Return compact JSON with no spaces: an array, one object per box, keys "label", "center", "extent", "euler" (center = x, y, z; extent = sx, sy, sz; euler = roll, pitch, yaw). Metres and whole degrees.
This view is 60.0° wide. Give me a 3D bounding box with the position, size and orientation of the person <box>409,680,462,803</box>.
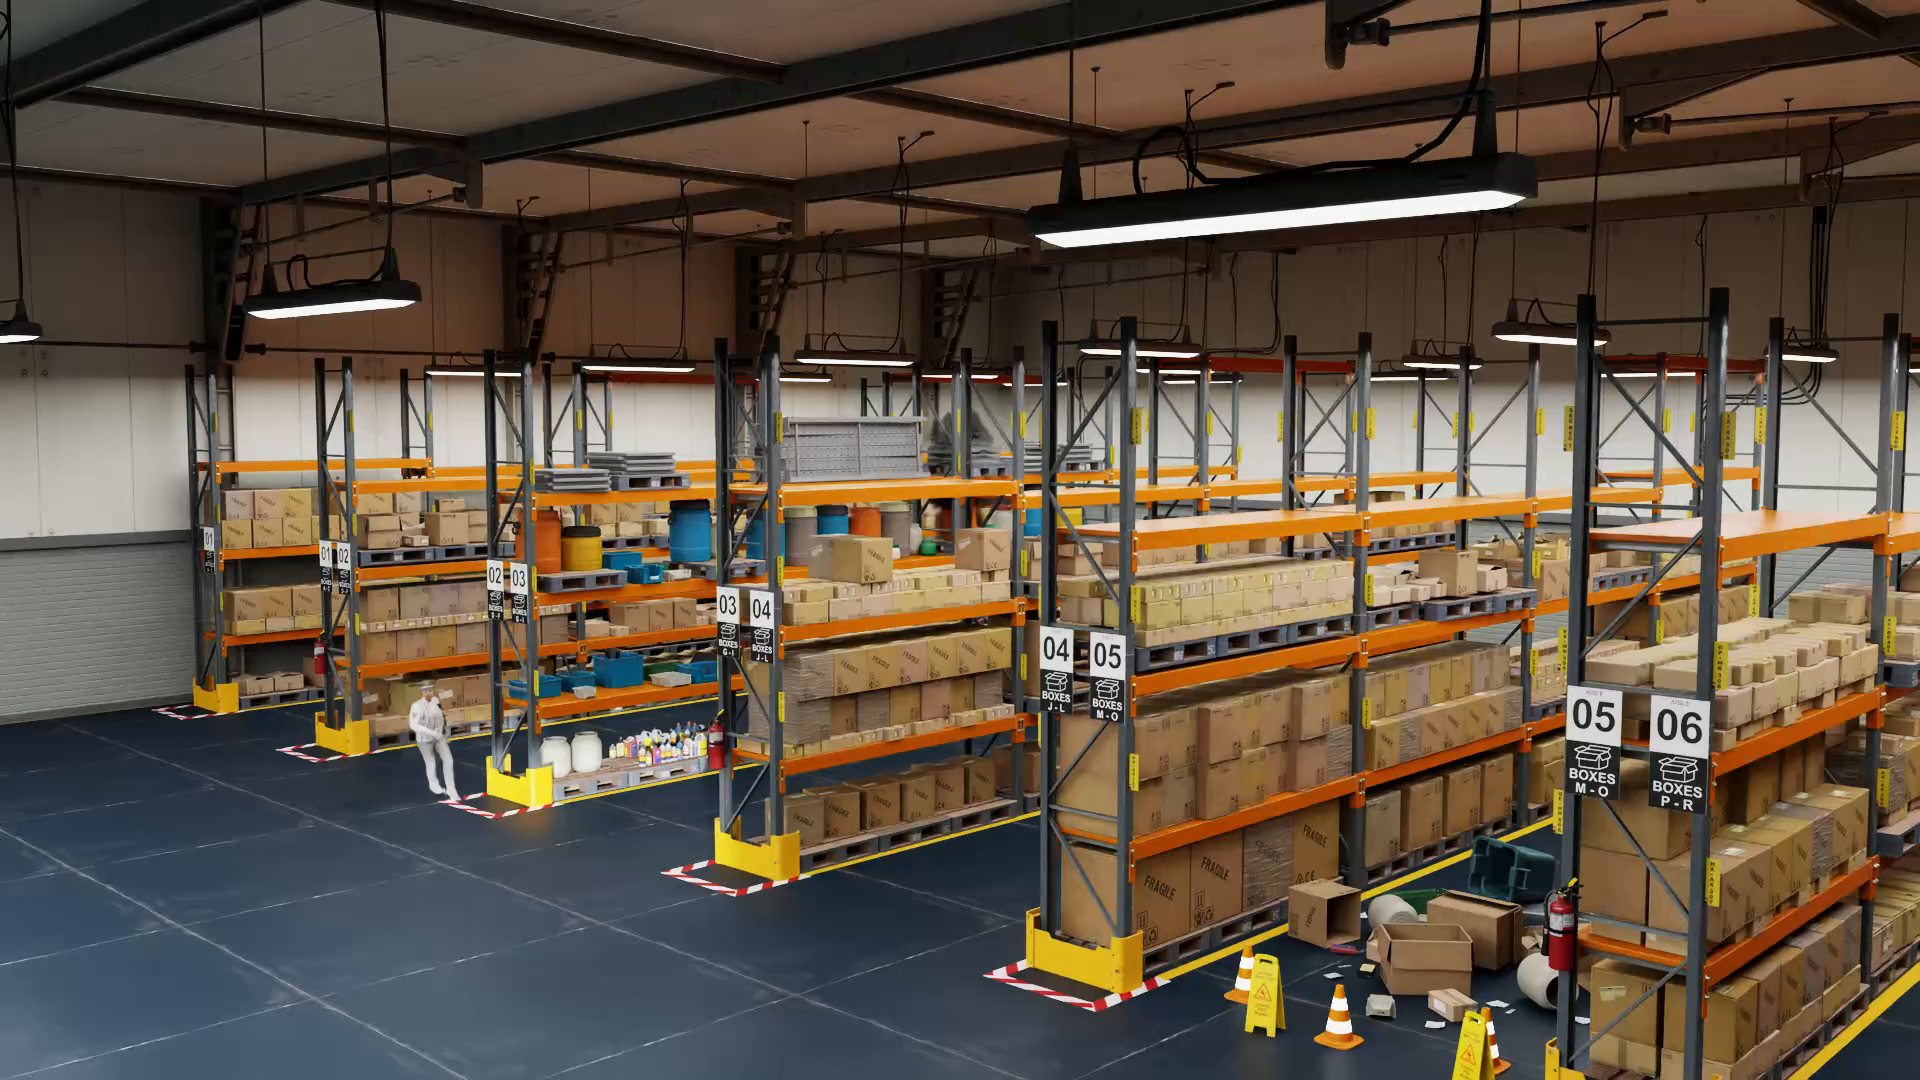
[{"label":"person","center":[-7.037,2.674,22.074],"extent":[0.654,1.712,0.731],"euler":[-3,5,-36]}]
